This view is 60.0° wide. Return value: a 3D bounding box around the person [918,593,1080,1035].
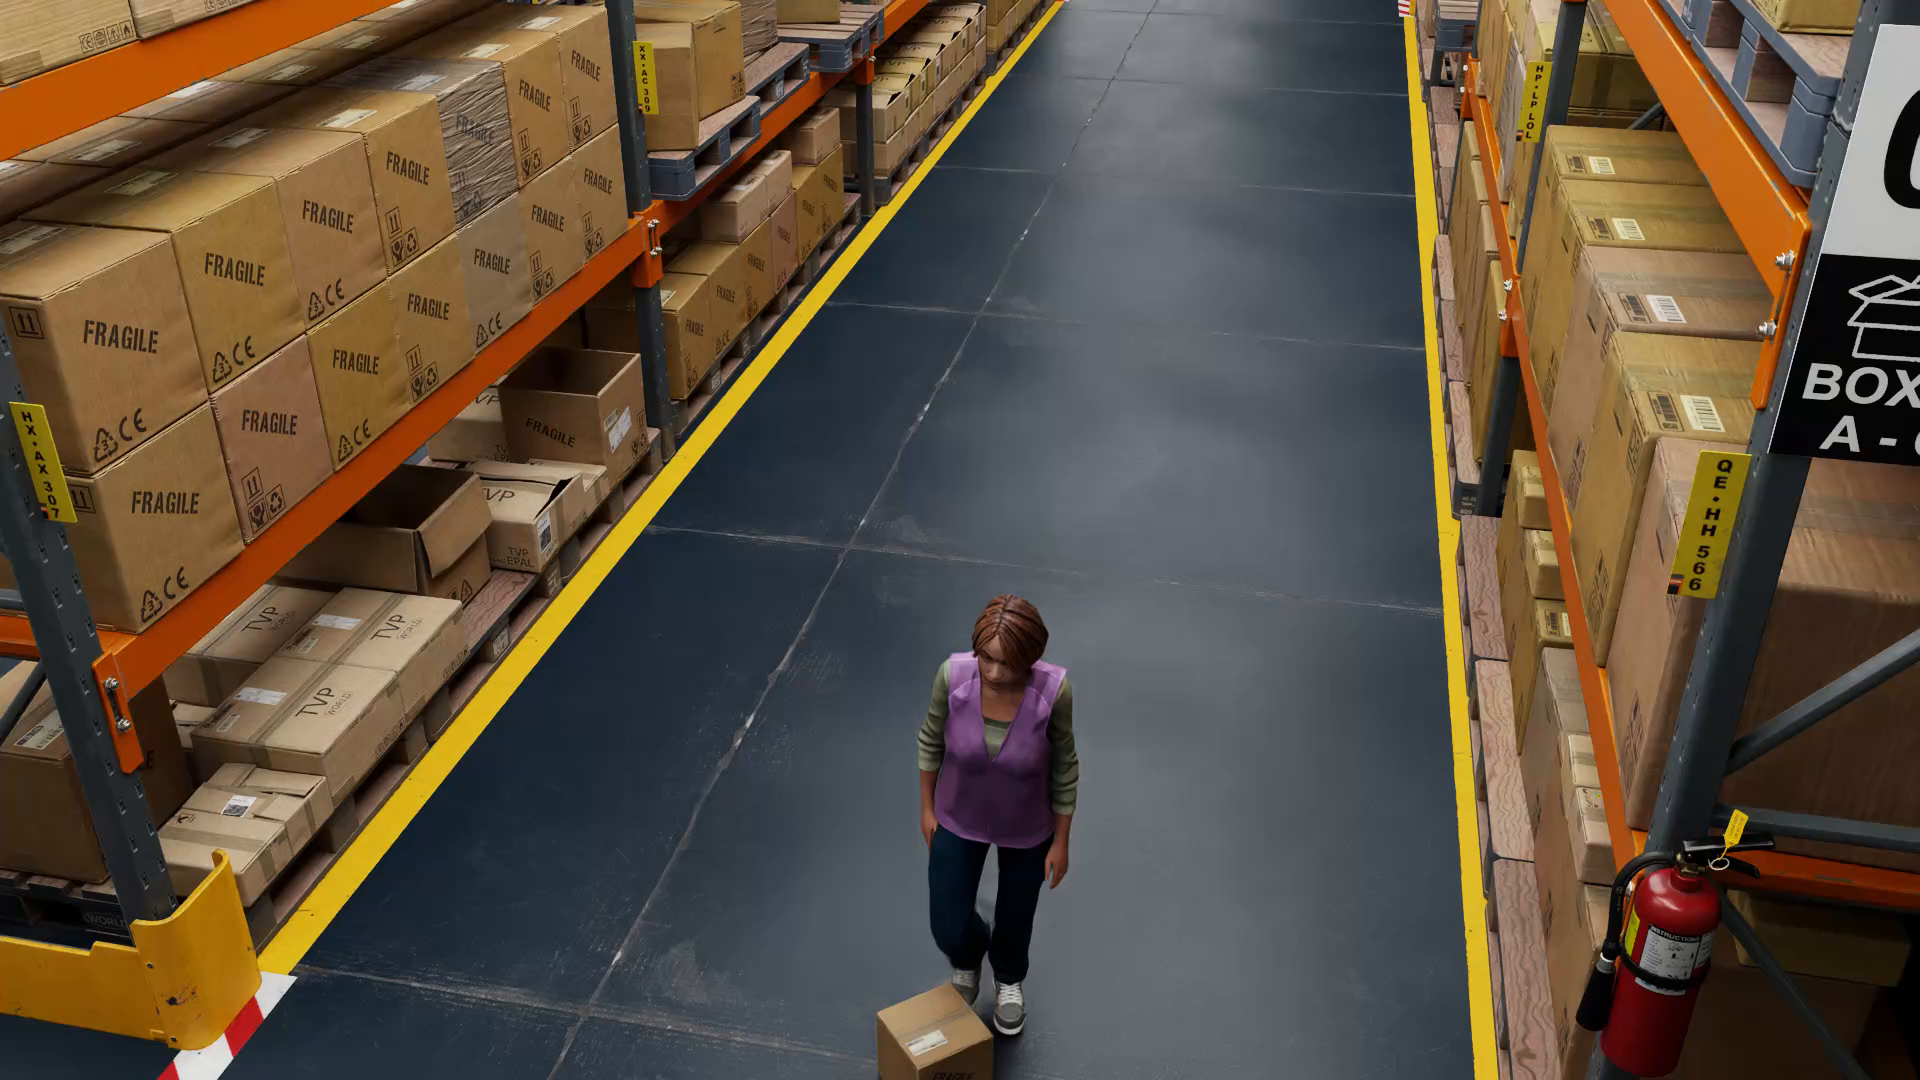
[{"bbox_3d":[0.108,0.788,4.686,0.450,1.583,0.456,2,29,4],"label":"person"}]
